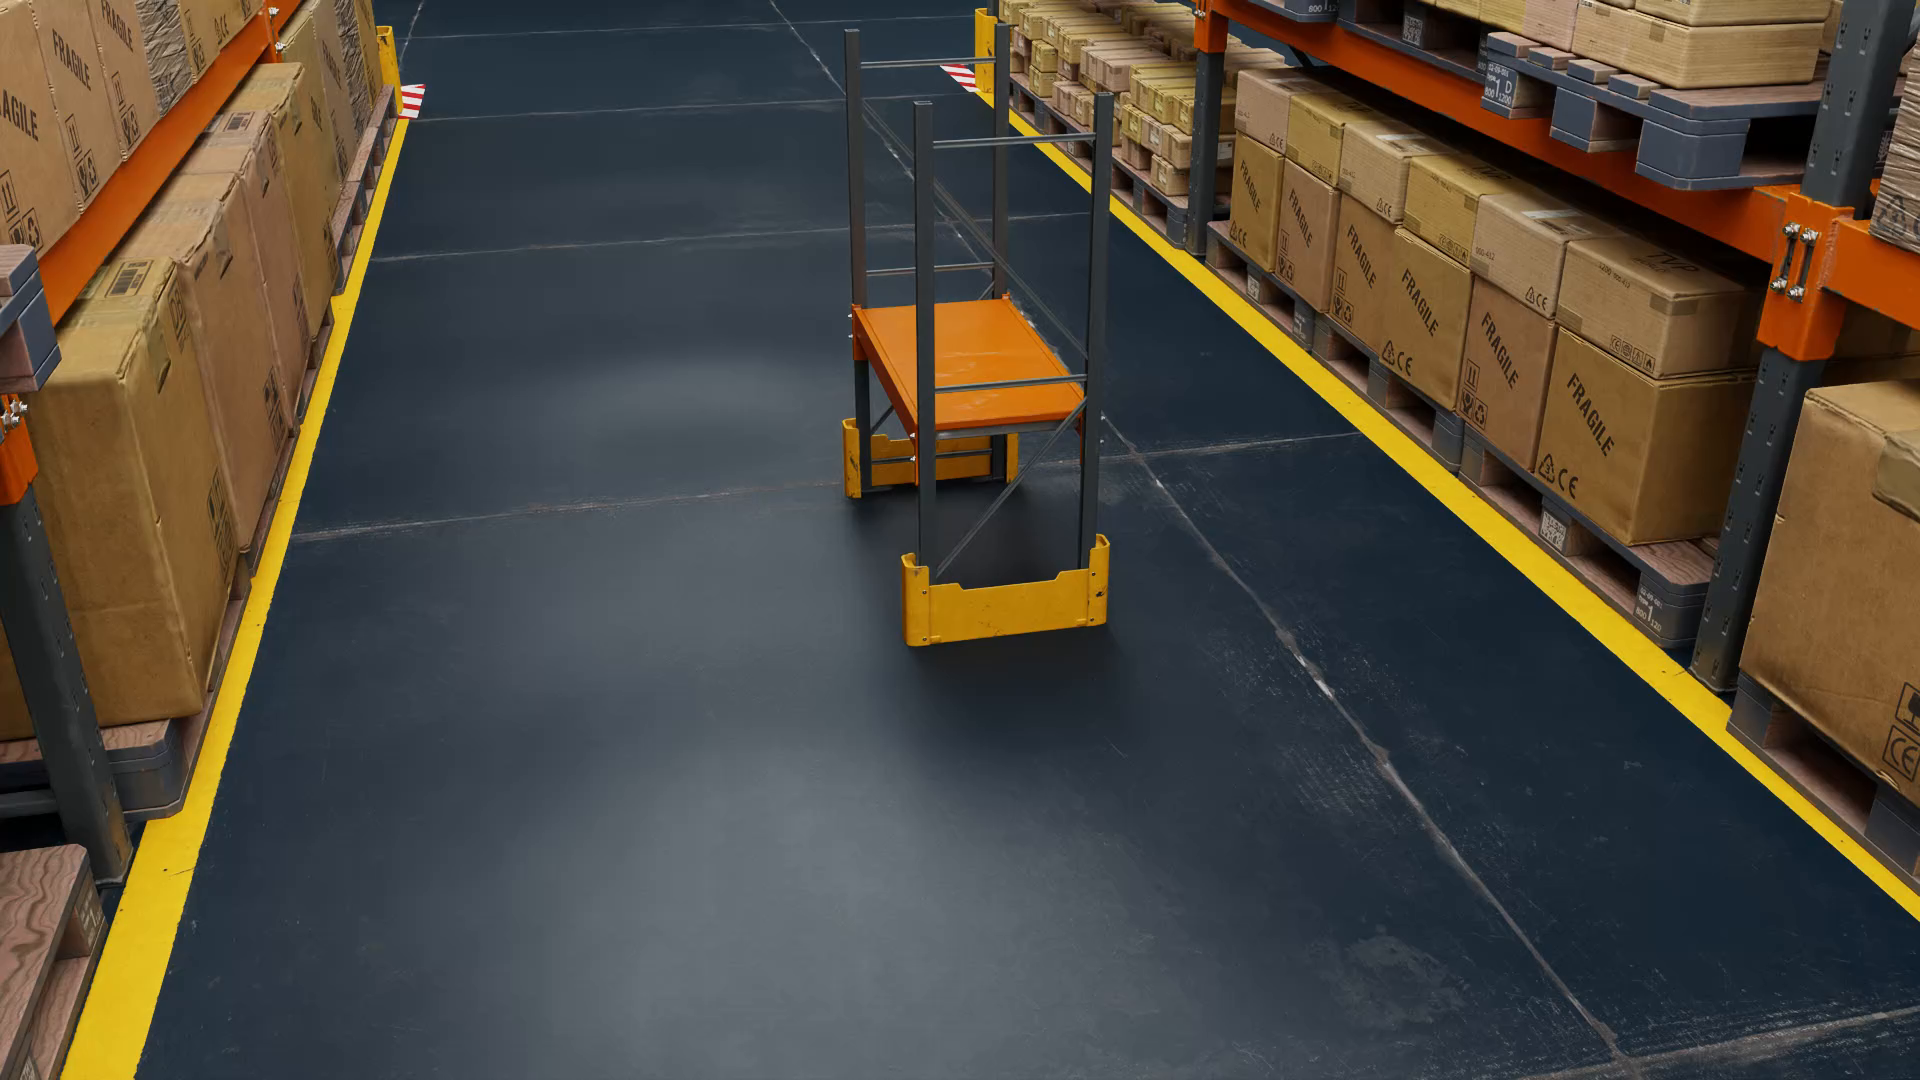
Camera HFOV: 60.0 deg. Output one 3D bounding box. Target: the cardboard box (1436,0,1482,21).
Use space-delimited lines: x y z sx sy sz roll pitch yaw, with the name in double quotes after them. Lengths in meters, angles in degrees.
1.698 -1.696 5.094 0.380 0.149 0.250 -7 28 -14 "cardboard box"

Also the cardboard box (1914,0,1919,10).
2.571 -1.442 4.260 0.380 0.149 0.250 -5 27 -9 "cardboard box"

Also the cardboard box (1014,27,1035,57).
0.556 -3.179 10.586 0.380 0.149 0.250 -6 27 -12 "cardboard box"

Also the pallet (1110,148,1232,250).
1.397 -1.803 8.589 1.003 0.211 1.213 -6 27 -12 "pallet"

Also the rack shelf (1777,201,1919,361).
2.935 0.198 2.327 1.077 0.370 4.000 -6 27 -12 "rack shelf"

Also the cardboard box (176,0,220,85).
-2.672 -1.718 5.214 0.500 0.500 0.500 -6 27 -12 "cardboard box"

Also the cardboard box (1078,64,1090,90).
0.903 -2.735 9.707 0.380 0.149 0.250 -5 27 -9 "cardboard box"

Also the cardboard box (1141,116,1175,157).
1.129 -2.028 8.307 0.380 0.149 0.250 -7 28 -14 "cardboard box"

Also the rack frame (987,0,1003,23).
0.681 -4.513 10.862 1.000 3.000 0.127 -6 27 -12 "rack frame"

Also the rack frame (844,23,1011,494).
-0.095 -0.855 5.280 0.500 1.500 0.032 -6 27 -12 "rack frame"

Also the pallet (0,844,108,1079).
-2.196 1.046 2.943 1.003 0.211 1.213 -6 27 -12 "pallet"

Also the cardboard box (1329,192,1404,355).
1.743 -1.017 6.243 0.500 0.500 0.500 -5 27 -11 "cardboard box"

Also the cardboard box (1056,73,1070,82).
0.790 -2.725 10.017 0.380 0.149 0.250 -6 27 -11 "cardboard box"

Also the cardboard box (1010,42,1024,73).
0.487 -3.165 10.890 0.380 0.149 0.250 -5 27 -11 "cardboard box"

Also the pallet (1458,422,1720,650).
2.310 -0.099 5.213 1.003 0.211 1.213 -6 27 -12 "pallet"

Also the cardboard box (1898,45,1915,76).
2.580 -1.293 4.296 0.380 0.149 0.250 -6 27 -12 "cardboard box"

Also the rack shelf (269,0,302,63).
-3.723 -2.855 8.375 1.077 0.370 4.000 -6 27 -12 "rack shelf"

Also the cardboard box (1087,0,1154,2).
1.047 -3.487 10.867 0.380 0.149 0.250 -6 27 -11 "cardboard box"

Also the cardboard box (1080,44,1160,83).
0.883 -2.632 9.174 0.380 0.149 0.250 -7 28 -13 "cardboard box"

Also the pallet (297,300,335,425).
-3.025 -0.722 6.446 1.003 0.211 1.213 -6 27 -12 "pallet"

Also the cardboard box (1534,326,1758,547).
2.081 -0.335 4.893 0.500 0.500 0.500 -6 27 -12 "cardboard box"

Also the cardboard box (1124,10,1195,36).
1.227 -3.150 10.199 0.380 0.149 0.250 -7 28 -14 "cardboard box"

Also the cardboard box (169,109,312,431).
-2.906 -0.866 5.528 1.225 0.875 0.875 -7 28 -13 "cardboard box"

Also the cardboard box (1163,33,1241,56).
1.380 -2.798 9.503 0.380 0.149 0.250 -6 27 -11 "cardboard box"

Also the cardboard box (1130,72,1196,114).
1.090 -2.284 8.483 0.380 0.149 0.250 -6 27 -12 "cardboard box"

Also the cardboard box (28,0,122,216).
-2.334 -1.054 3.897 0.500 0.500 0.500 -7 28 -13 "cardboard box"

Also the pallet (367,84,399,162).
-3.917 -2.466 9.901 1.003 0.211 1.213 -6 27 -12 "pallet"

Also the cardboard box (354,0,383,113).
-3.952 -3.020 9.796 0.875 0.875 0.875 -6 27 -12 "cardboard box"

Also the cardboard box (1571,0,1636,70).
1.871 -1.355 4.419 0.380 0.149 0.250 -6 27 -12 "cardboard box"

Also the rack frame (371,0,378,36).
-4.174 -4.054 9.952 1.000 3.000 0.127 -6 27 -12 "rack frame"

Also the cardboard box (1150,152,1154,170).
1.185 -1.932 8.447 0.380 0.149 0.250 -5 27 -10 "cardboard box"

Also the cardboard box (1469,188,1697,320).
1.950 -0.902 5.183 0.500 0.250 0.500 -6 27 -11 "cardboard box"

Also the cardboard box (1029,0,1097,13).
0.648 -3.320 10.537 0.380 0.149 0.250 -5 27 -11 "cardboard box"

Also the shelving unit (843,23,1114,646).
0.017 -0.636 4.846 0.587 1.500 1.083 -6 27 -12 "shelving unit"

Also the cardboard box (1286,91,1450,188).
1.614 -1.579 6.525 0.500 0.250 0.500 -5 27 -10 "cardboard box"

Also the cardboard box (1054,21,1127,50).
0.770 -2.973 9.849 0.380 0.149 0.250 -5 27 -10 "cardboard box"

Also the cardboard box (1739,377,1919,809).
2.534 0.092 3.769 1.050 0.750 0.750 -6 27 -12 "cardboard box"

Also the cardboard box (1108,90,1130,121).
1.014 -2.374 8.992 0.380 0.149 0.250 -5 27 -10 "cardboard box"

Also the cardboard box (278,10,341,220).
-3.343 -1.835 7.448 0.875 0.875 0.875 -6 27 -12 "cardboard box"

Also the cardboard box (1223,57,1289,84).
1.517 -2.455 8.822 0.380 0.149 0.250 -7 28 -13 "cardboard box"

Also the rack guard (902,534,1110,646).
0.129 0.141 4.694 0.587 0.250 0.087 -6 27 -12 "rack guard"

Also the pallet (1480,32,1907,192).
2.220 -1.217 4.546 1.213 0.211 1.003 -6 27 -12 "pallet"

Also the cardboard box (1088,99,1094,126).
0.936 -2.385 9.344 0.380 0.149 0.250 -5 27 -11 "cardboard box"
